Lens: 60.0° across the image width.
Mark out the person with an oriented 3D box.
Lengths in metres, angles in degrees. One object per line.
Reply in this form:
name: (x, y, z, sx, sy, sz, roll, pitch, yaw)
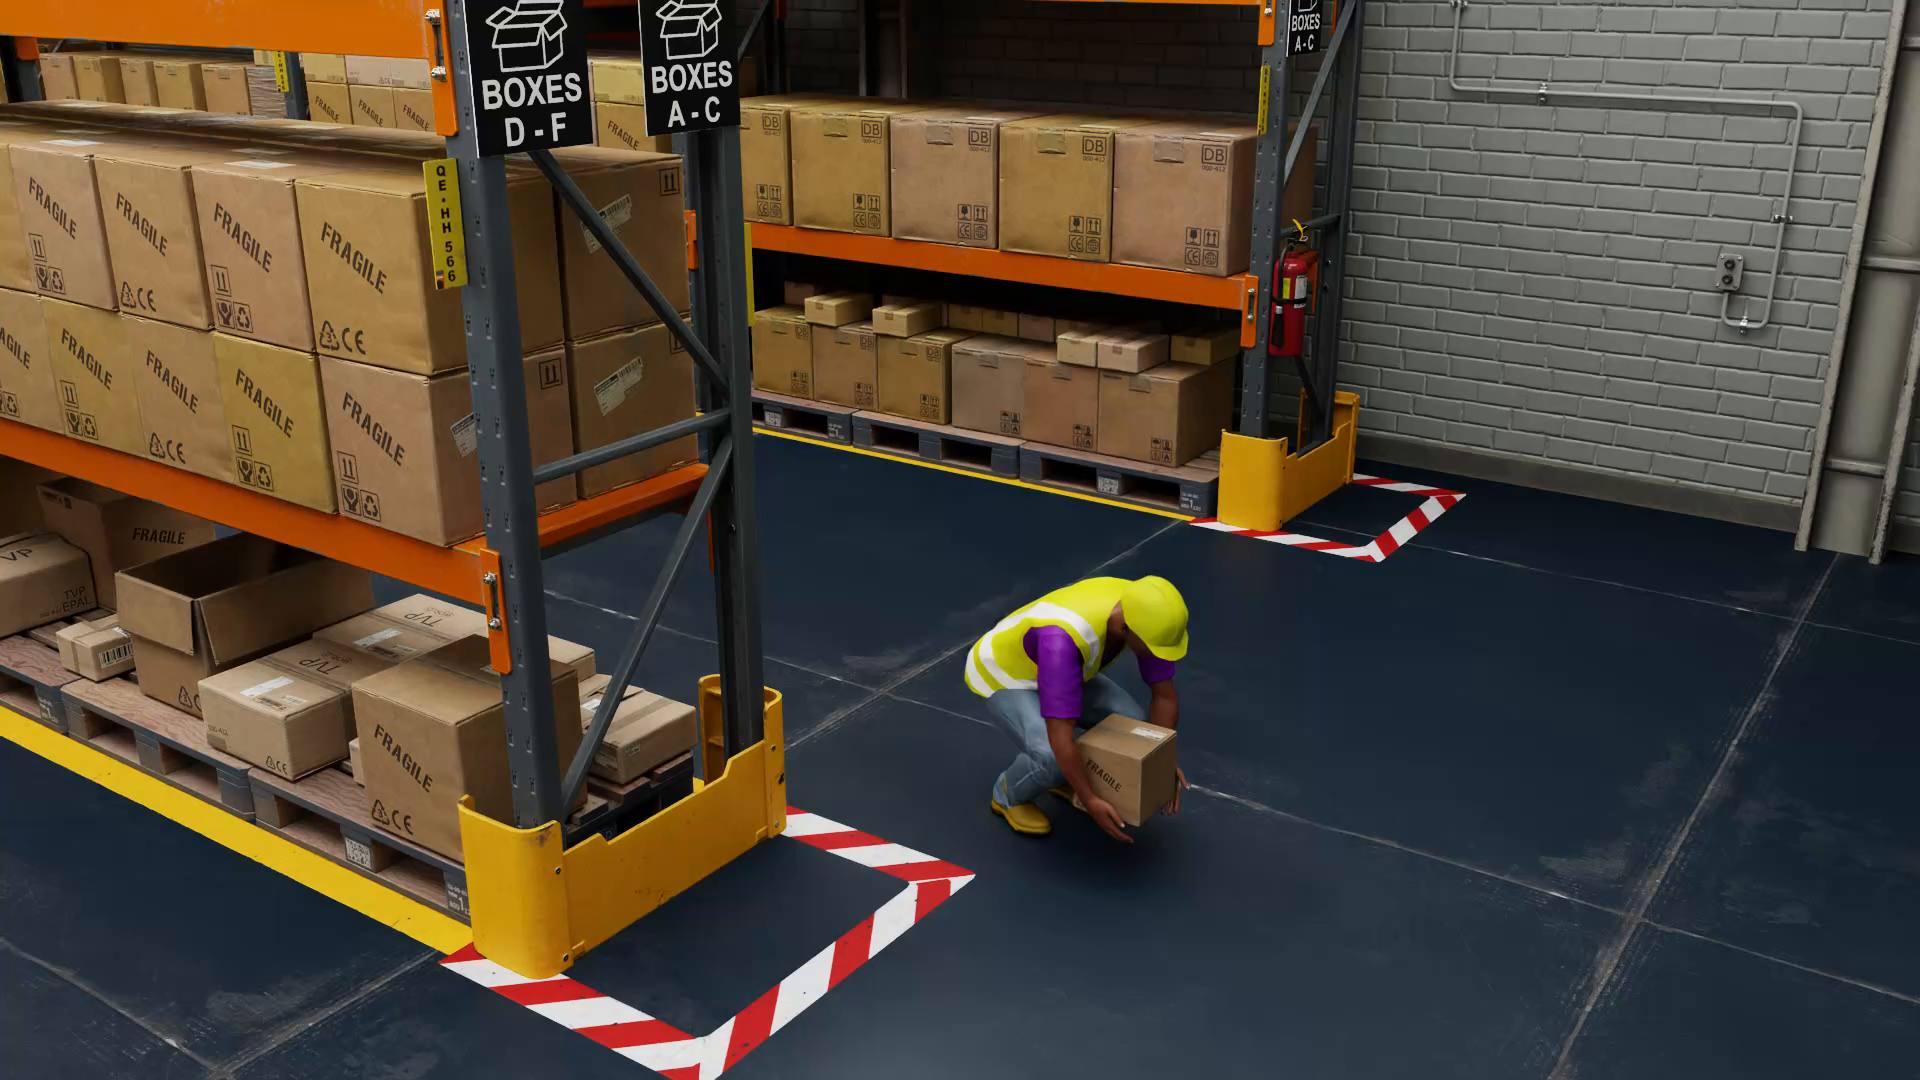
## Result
person: (0.428, 0.519, 5.715, 0.594, 1.012, 0.875, -13, 24, -33)
